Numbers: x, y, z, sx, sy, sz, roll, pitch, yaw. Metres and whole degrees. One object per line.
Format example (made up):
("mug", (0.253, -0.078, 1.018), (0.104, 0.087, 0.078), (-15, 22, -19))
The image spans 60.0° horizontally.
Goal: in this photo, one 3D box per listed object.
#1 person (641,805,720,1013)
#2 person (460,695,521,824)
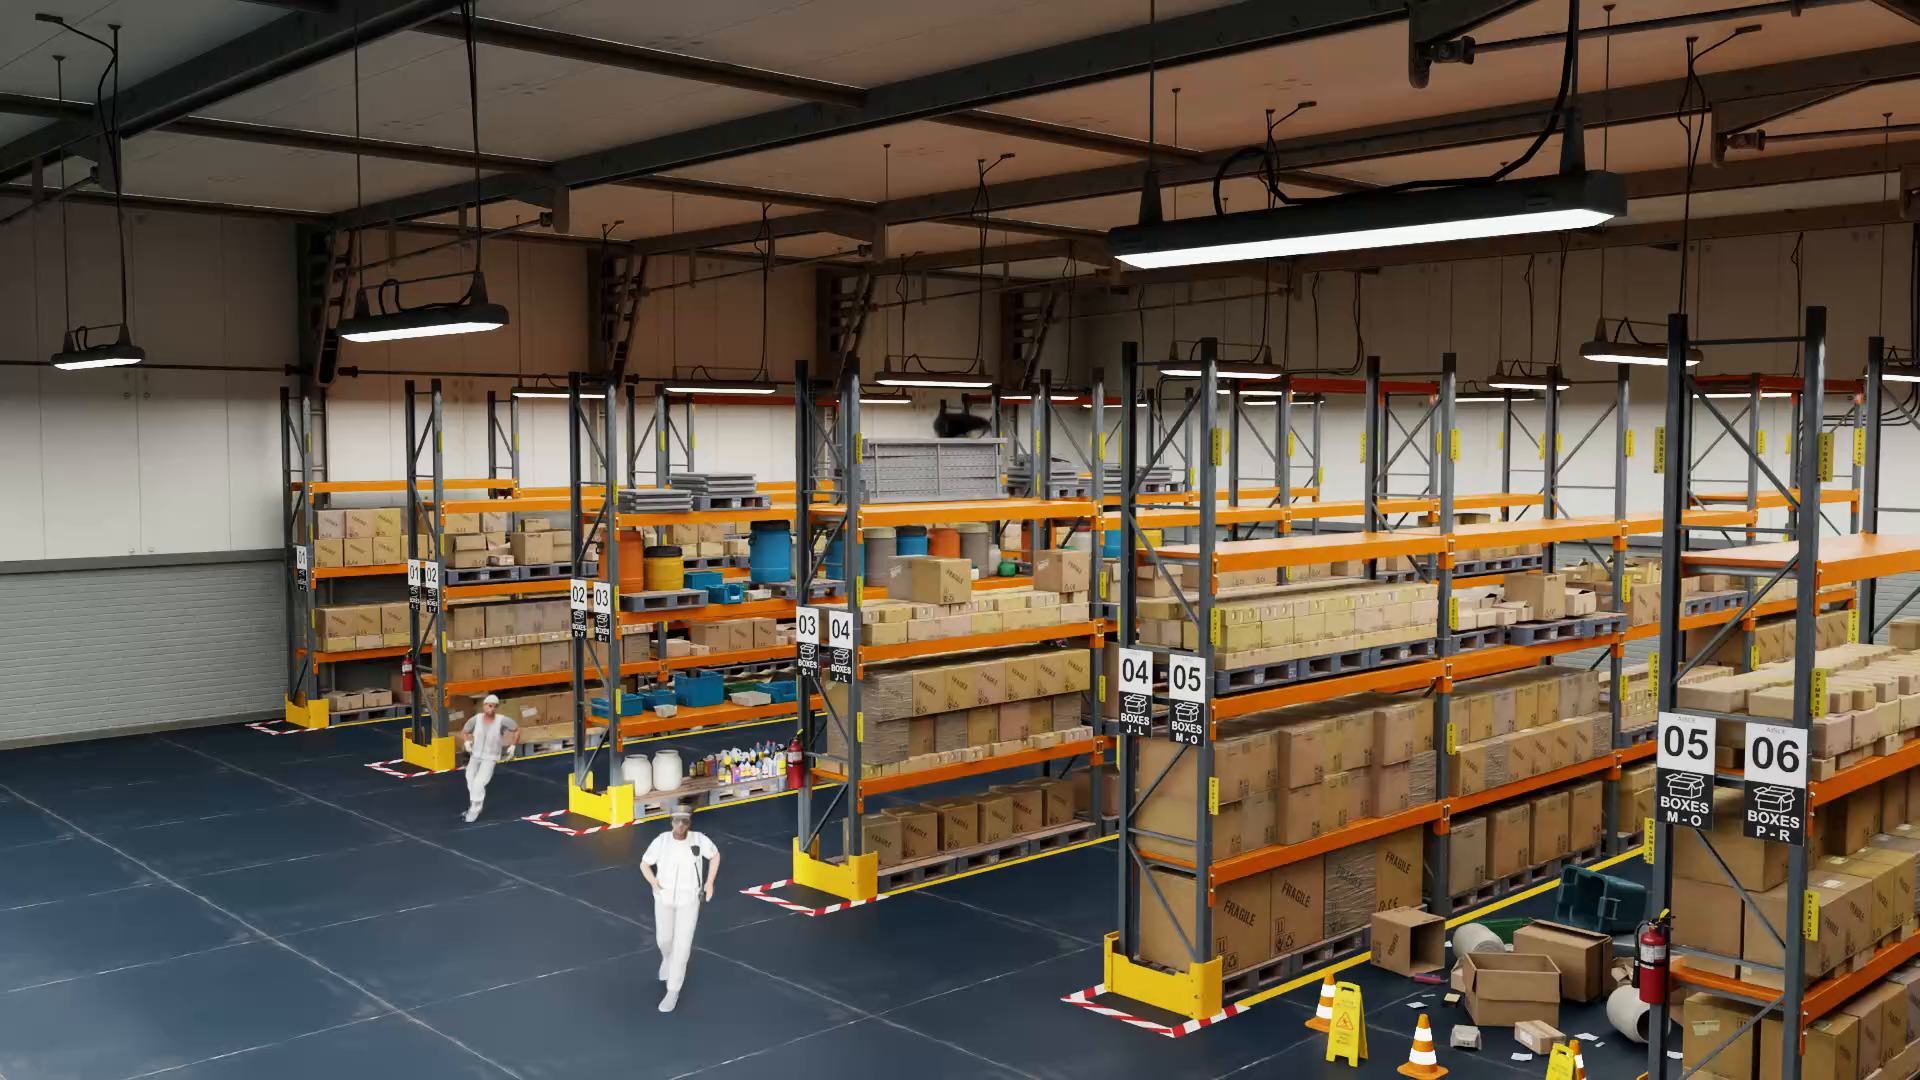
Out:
("person", (-2.579, 3.300, 15.250), (0.703, 1.781, 0.994), (0, 4, 0))
("person", (-6.301, 2.907, 22.126), (0.791, 1.724, 0.700), (0, 4, 6))
